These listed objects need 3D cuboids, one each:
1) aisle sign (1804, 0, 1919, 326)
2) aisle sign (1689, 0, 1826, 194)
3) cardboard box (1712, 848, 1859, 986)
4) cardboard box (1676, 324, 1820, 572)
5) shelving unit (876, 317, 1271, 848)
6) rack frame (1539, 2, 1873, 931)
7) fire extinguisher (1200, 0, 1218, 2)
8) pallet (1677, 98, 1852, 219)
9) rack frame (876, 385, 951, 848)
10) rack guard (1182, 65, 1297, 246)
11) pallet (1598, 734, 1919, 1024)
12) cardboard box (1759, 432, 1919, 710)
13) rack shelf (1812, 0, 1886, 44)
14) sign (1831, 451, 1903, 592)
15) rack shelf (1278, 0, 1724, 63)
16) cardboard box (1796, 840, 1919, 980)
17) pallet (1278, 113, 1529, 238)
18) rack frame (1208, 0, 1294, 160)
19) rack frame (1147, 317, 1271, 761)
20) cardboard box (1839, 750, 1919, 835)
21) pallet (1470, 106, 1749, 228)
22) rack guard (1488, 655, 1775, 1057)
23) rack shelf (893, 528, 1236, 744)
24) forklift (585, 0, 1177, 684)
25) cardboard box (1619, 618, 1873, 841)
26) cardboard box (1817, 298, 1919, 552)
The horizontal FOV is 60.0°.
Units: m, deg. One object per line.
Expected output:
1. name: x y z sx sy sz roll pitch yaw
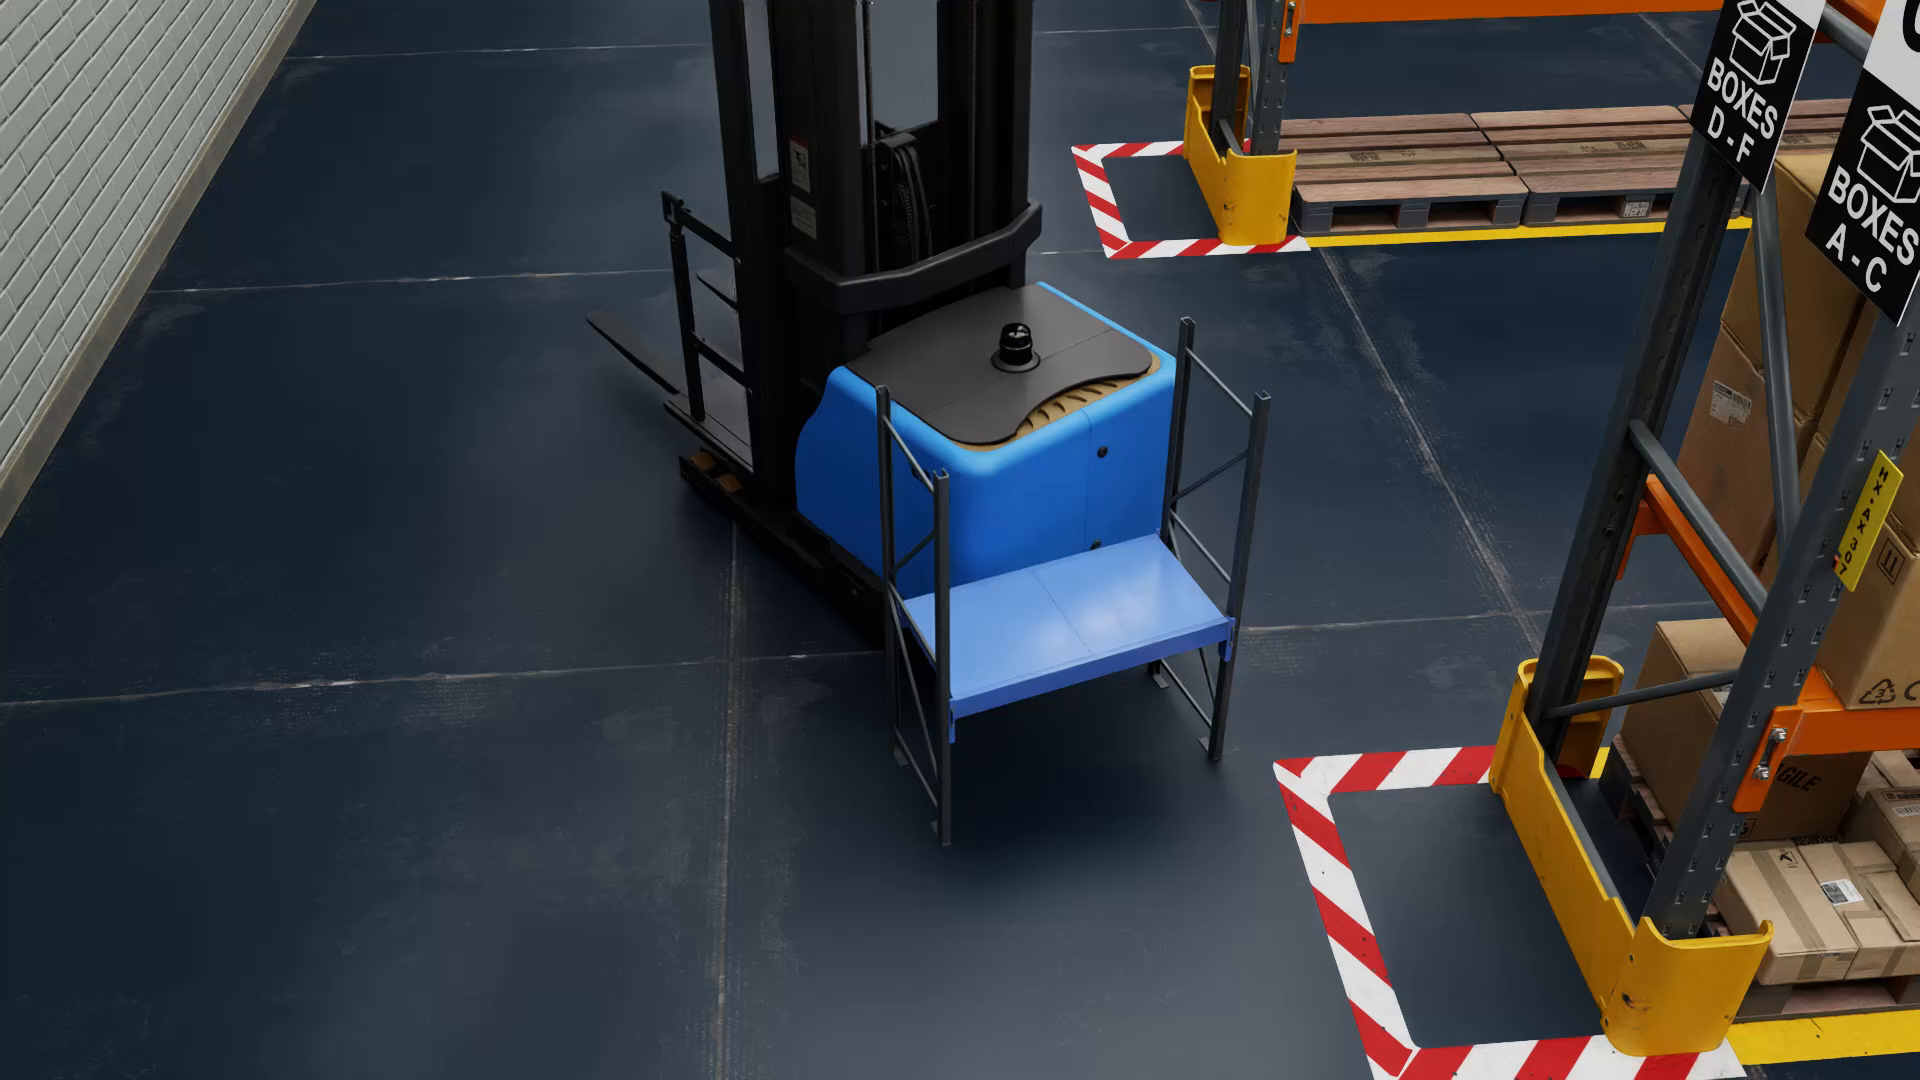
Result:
1. aisle sign: 1.913 -0.871 3.333 0.004 0.787 0.394 -3 38 -4
2. aisle sign: 1.860 -1.241 3.802 0.004 0.787 0.394 -3 38 -4
3. cardboard box: 2.403 1.100 4.880 0.250 0.149 0.380 -3 38 -4
4. cardboard box: 2.377 -0.267 4.586 0.500 0.500 0.500 -2 38 -3
5. shelving unit: 0.330 0.155 5.342 1.048 1.500 0.538 -14 41 -18
6. rack frame: 1.955 -0.033 4.370 0.053 2.616 0.949 -3 38 -4
7. fire extinguisher: 1.330 -3.187 8.731 0.183 0.674 0.296 -3 38 -4
8. pallet: 4.775 -2.152 9.307 1.213 0.211 1.003 -3 38 -4
9. rack frame: -0.139 0.276 5.189 0.032 1.500 0.500 -14 41 -18
10. rack guard: 1.497 -2.101 9.009 0.348 0.500 1.175 -3 38 -4
11. pallet: 2.825 1.011 5.298 1.213 0.211 1.003 -3 38 -4
12. cardboard box: 3.659 -0.170 4.463 3.026 0.500 1.079 -3 38 -3
13. rack shelf: 3.947 -1.040 3.806 4.000 0.370 1.077 -3 38 -4
14. sign: 2.003 -0.040 3.680 0.005 0.325 0.100 -3 38 -4
15. rack shelf: 3.512 -2.919 8.608 4.000 0.370 1.077 -3 38 -4
16. cardboard box: 2.652 1.080 4.892 0.250 0.166 0.380 -3 38 -4
17. pallet: 2.345 -2.018 9.137 1.213 0.211 1.003 -3 38 -4
18. rack frame: 1.520 -3.092 8.247 0.127 3.000 1.000 -3 38 -4
19. rack frame: 0.800 0.034 5.496 0.032 1.500 0.500 -14 41 -18
20. cardboard box: 2.886 0.756 5.302 0.250 0.166 0.380 -3 38 -4
21. pallet: 3.557 -2.083 9.220 1.213 0.211 1.003 -3 38 -4
22. rack guard: 2.031 0.942 5.152 0.348 0.500 1.175 -3 38 -4
23. rack shelf: 0.330 0.296 5.454 1.000 0.185 0.538 -14 41 -18
24. forklift: -0.520 -1.437 6.205 1.130 2.935 3.031 -27 46 -30
25. cardboard box: 2.475 0.592 5.241 0.500 0.500 0.500 -3 38 -4
26. cardboard box: 2.421 -0.329 3.857 0.500 0.500 0.500 -2 38 -3
